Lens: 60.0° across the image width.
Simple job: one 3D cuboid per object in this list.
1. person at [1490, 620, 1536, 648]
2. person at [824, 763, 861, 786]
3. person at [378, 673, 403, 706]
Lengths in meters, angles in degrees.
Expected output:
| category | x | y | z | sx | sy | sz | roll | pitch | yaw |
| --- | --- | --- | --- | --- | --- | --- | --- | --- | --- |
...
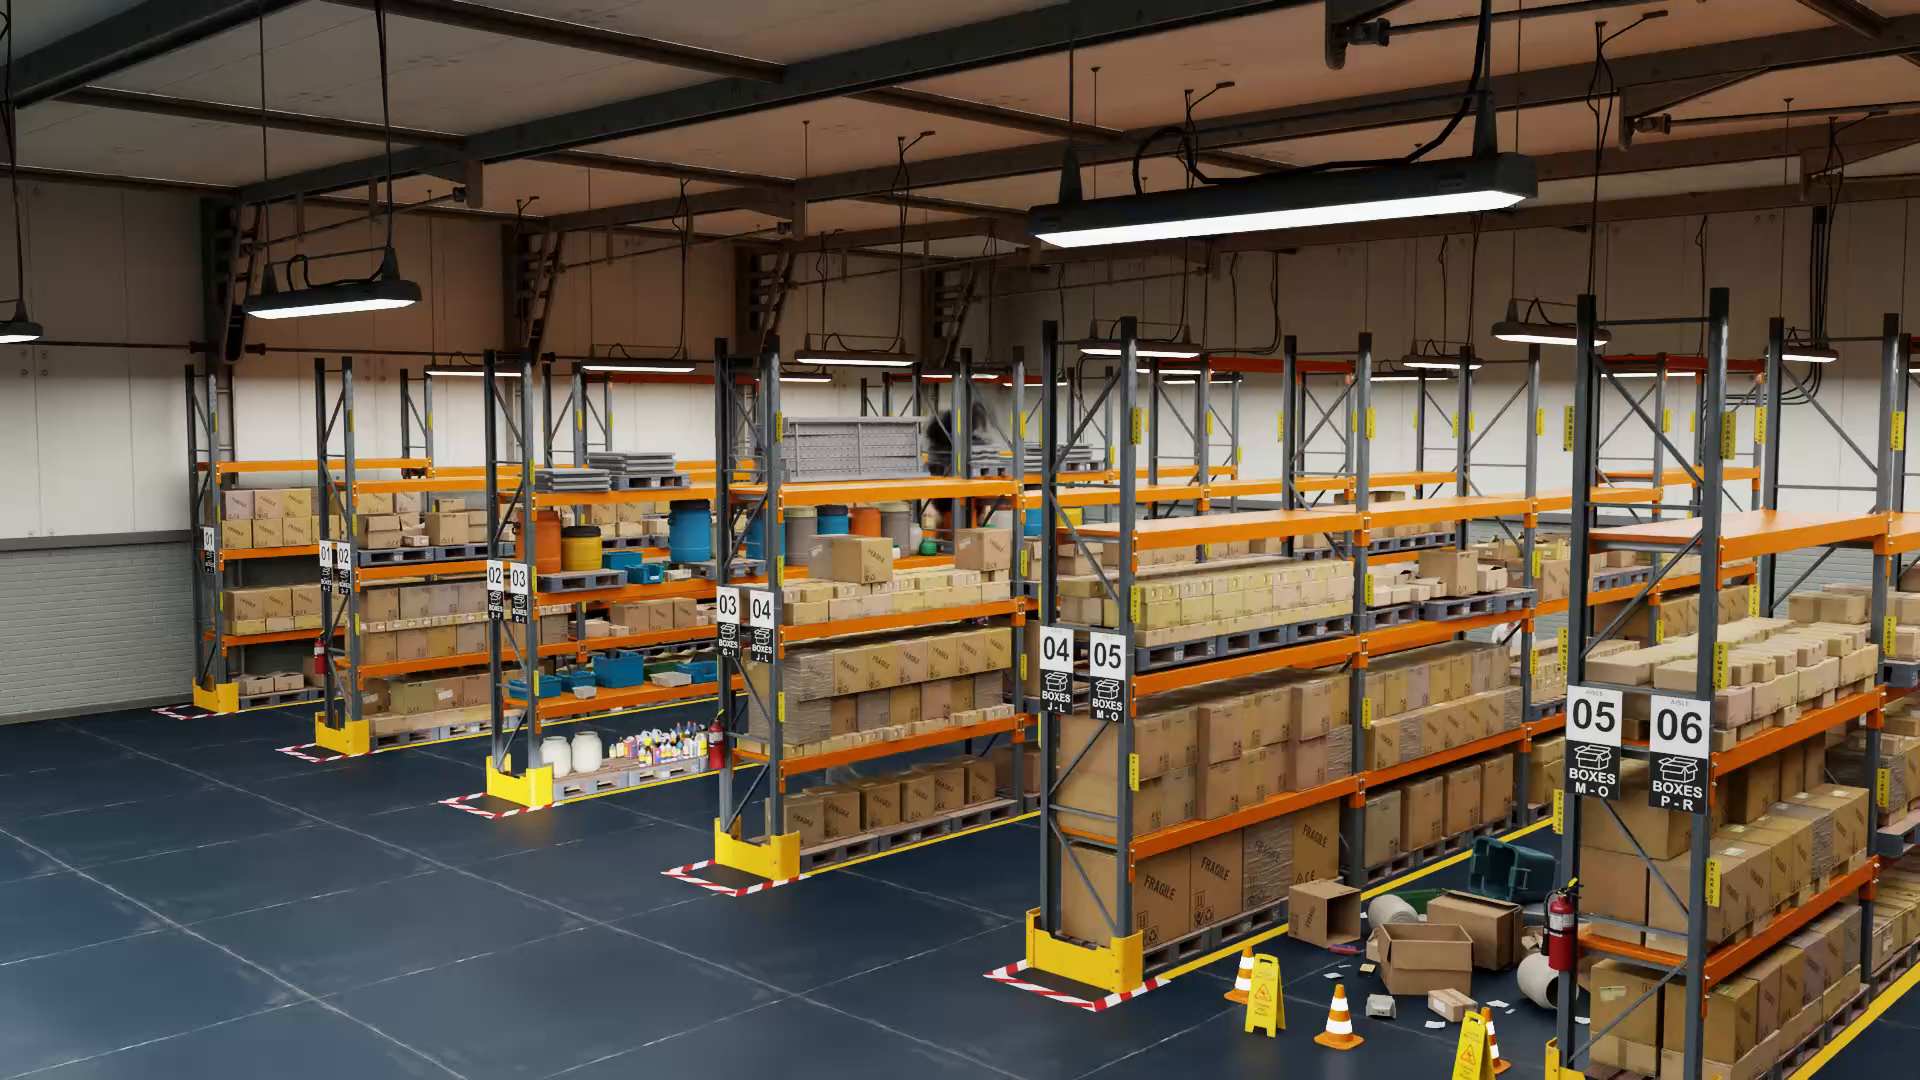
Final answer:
| category | x | y | z | sx | sy | sz | roll | pitch | yaw |
| --- | --- | --- | --- | --- | --- | --- | --- | --- | --- |
| person | 9.407 | 2.119 | 28.429 | 0.683 | 1.786 | 0.805 | 3 | 6 | 37 |
| person | -1.592 | 2.680 | 21.899 | 0.603 | 1.717 | 0.893 | 4 | 6 | 43 |
| person | -9.632 | 2.217 | 28.010 | 0.615 | 1.649 | 0.643 | 3 | 5 | 32 |
